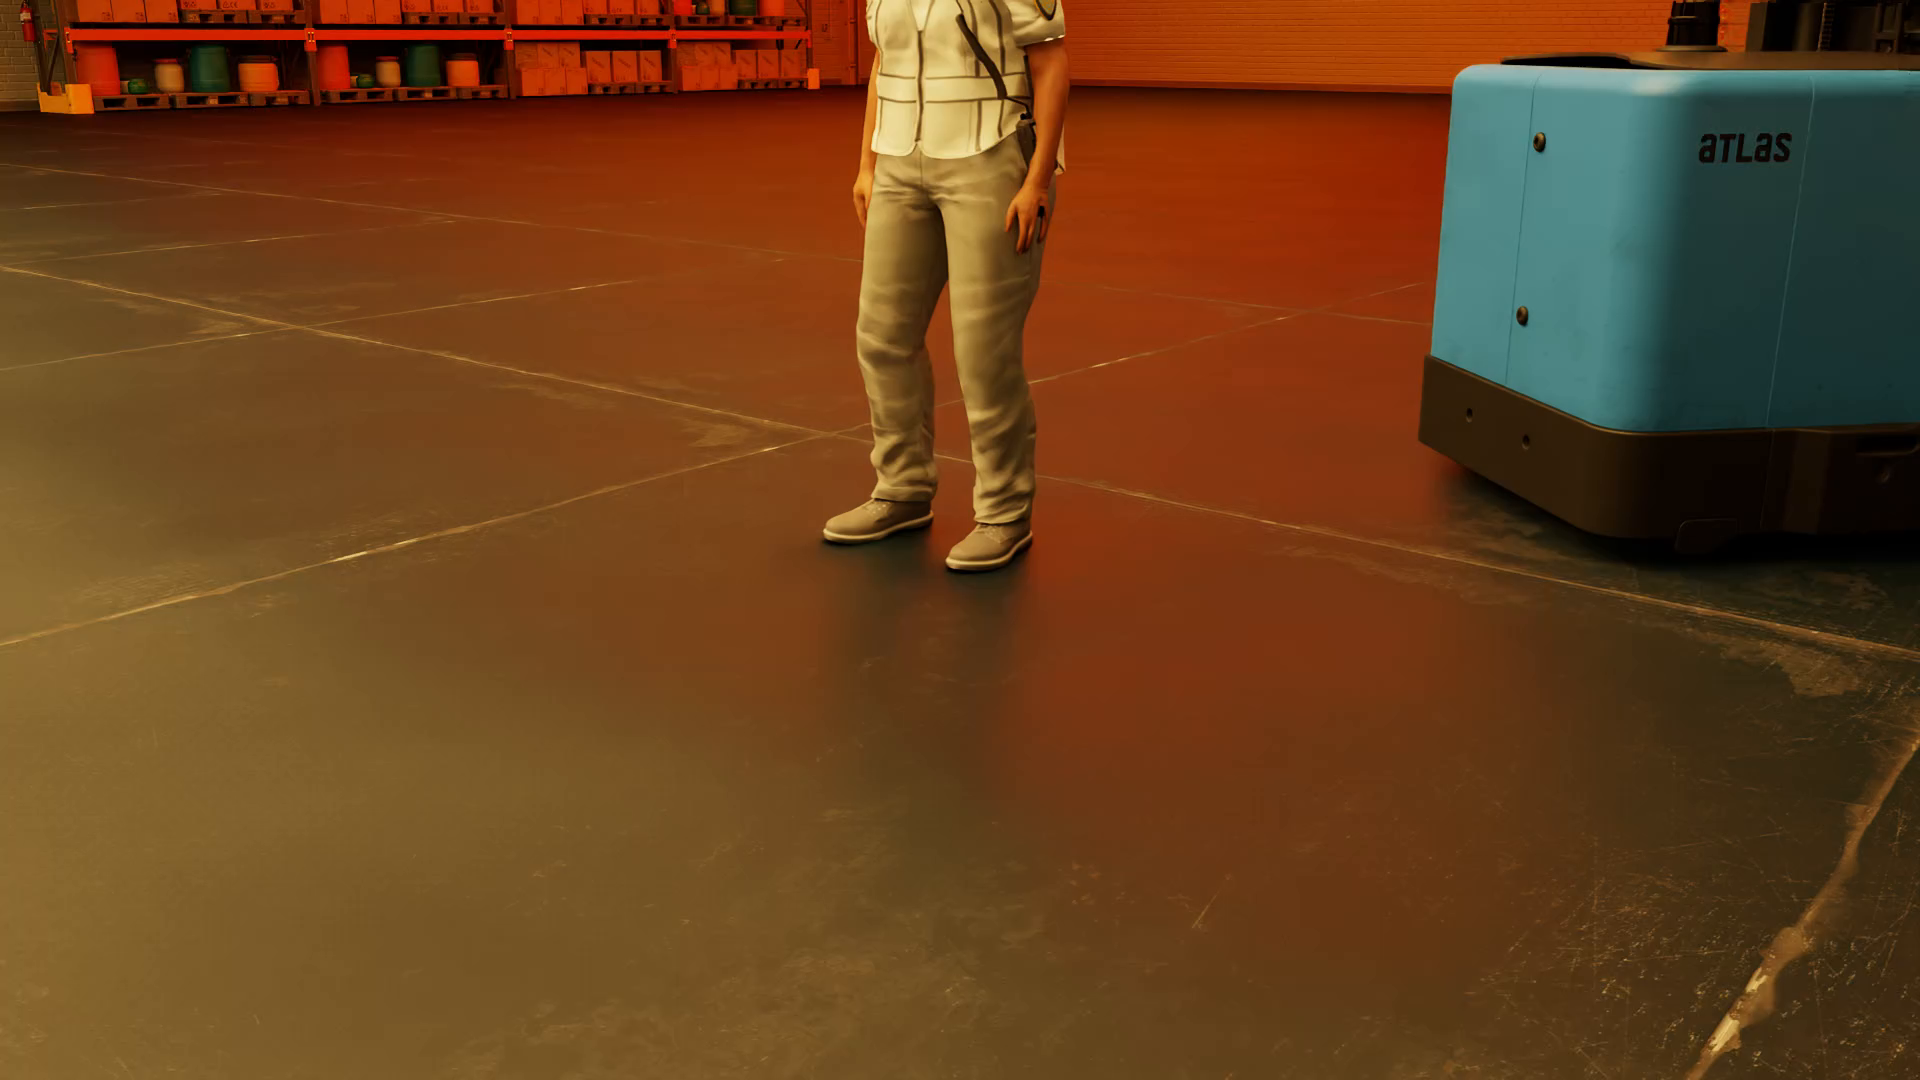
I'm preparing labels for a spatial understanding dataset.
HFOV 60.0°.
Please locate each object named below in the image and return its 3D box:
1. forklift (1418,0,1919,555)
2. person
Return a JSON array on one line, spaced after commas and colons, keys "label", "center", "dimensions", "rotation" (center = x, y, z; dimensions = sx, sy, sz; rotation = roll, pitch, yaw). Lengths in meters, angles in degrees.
[{"label": "forklift", "center": [2.831, -1.551, 4.006], "dimensions": [3.031, 2.935, 1.130], "rotation": [-3, 17, -9]}, {"label": "person", "center": [-0.030, -0.786, 3.668], "dimensions": [0.546, 1.666, 0.466], "rotation": [13, 21, 36]}]
